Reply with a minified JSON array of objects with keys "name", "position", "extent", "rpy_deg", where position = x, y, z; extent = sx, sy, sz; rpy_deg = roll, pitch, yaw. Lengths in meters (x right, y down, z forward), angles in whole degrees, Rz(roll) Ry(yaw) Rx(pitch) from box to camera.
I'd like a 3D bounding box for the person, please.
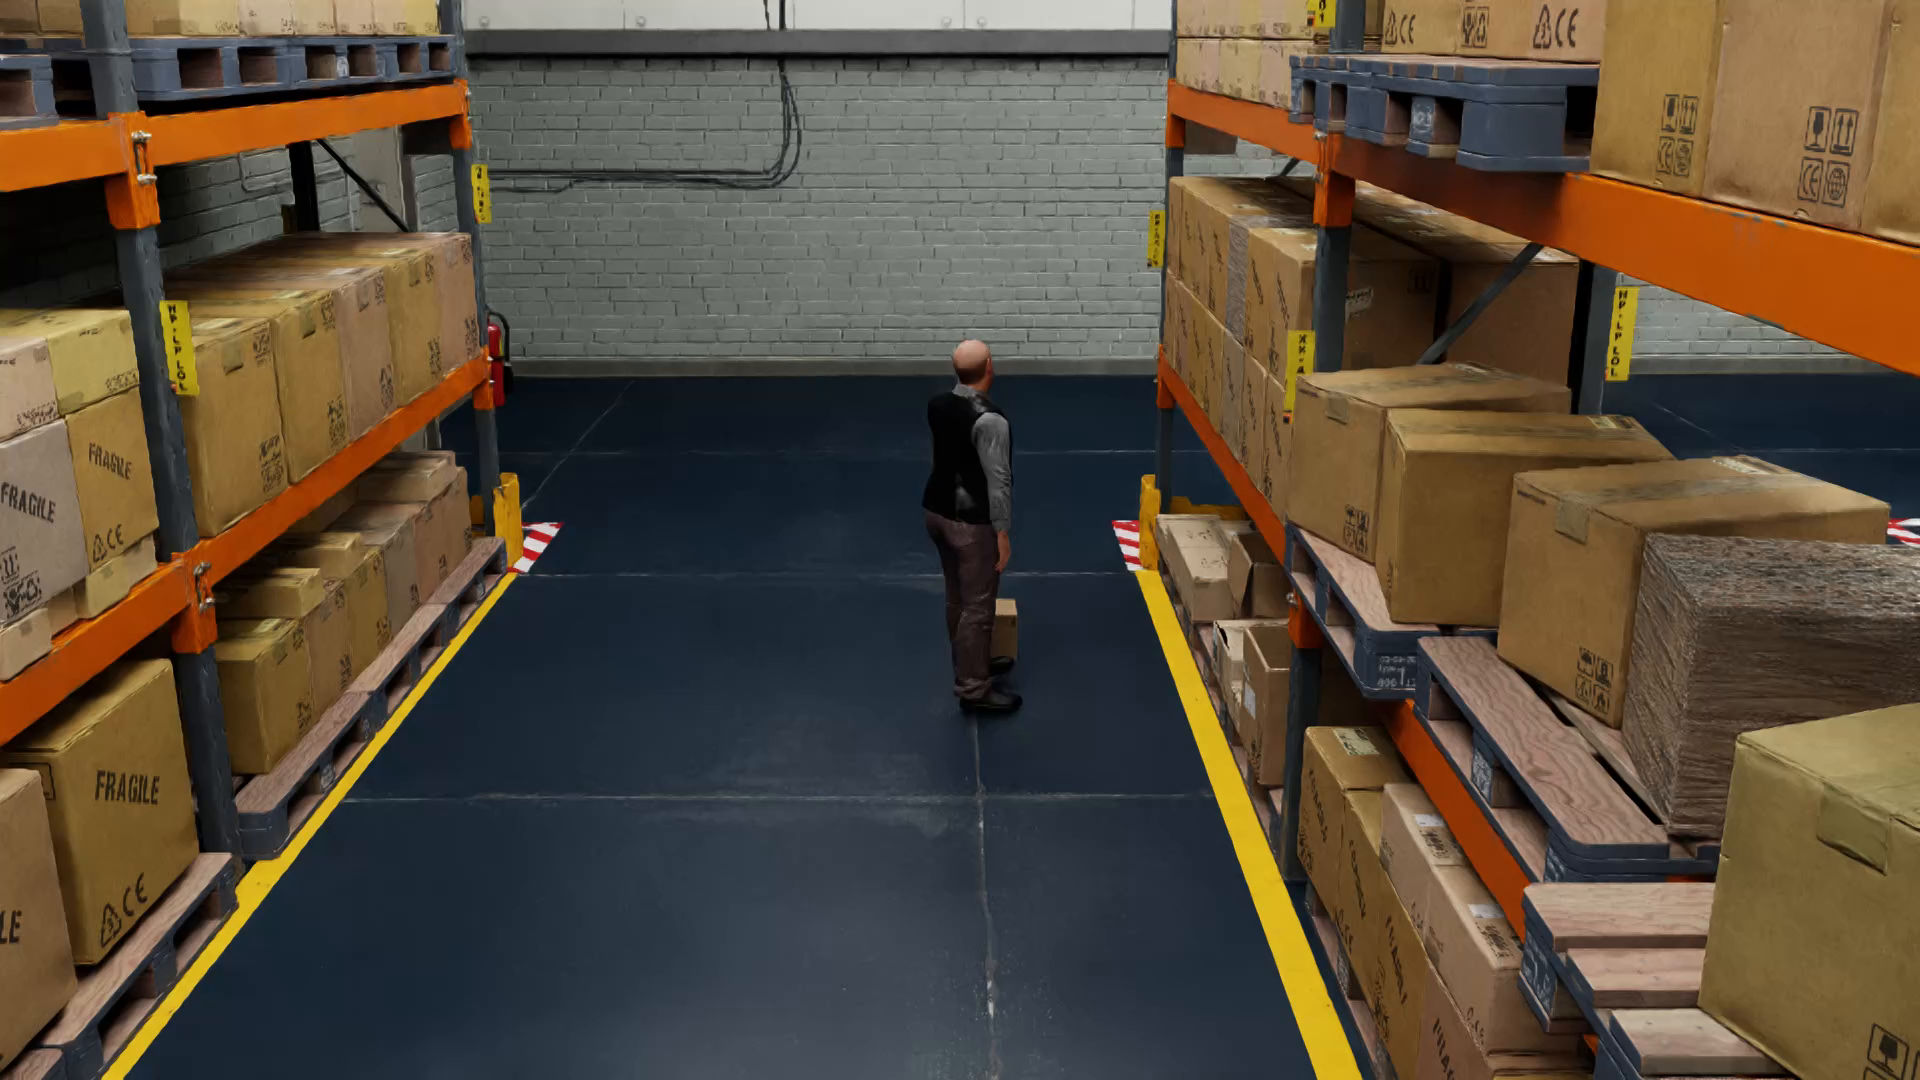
[{"name":"person","position":[0.119,-0.082,7.782],"extent":[0.516,1.730,0.582],"rpy_deg":[-12,20,-33]}]
